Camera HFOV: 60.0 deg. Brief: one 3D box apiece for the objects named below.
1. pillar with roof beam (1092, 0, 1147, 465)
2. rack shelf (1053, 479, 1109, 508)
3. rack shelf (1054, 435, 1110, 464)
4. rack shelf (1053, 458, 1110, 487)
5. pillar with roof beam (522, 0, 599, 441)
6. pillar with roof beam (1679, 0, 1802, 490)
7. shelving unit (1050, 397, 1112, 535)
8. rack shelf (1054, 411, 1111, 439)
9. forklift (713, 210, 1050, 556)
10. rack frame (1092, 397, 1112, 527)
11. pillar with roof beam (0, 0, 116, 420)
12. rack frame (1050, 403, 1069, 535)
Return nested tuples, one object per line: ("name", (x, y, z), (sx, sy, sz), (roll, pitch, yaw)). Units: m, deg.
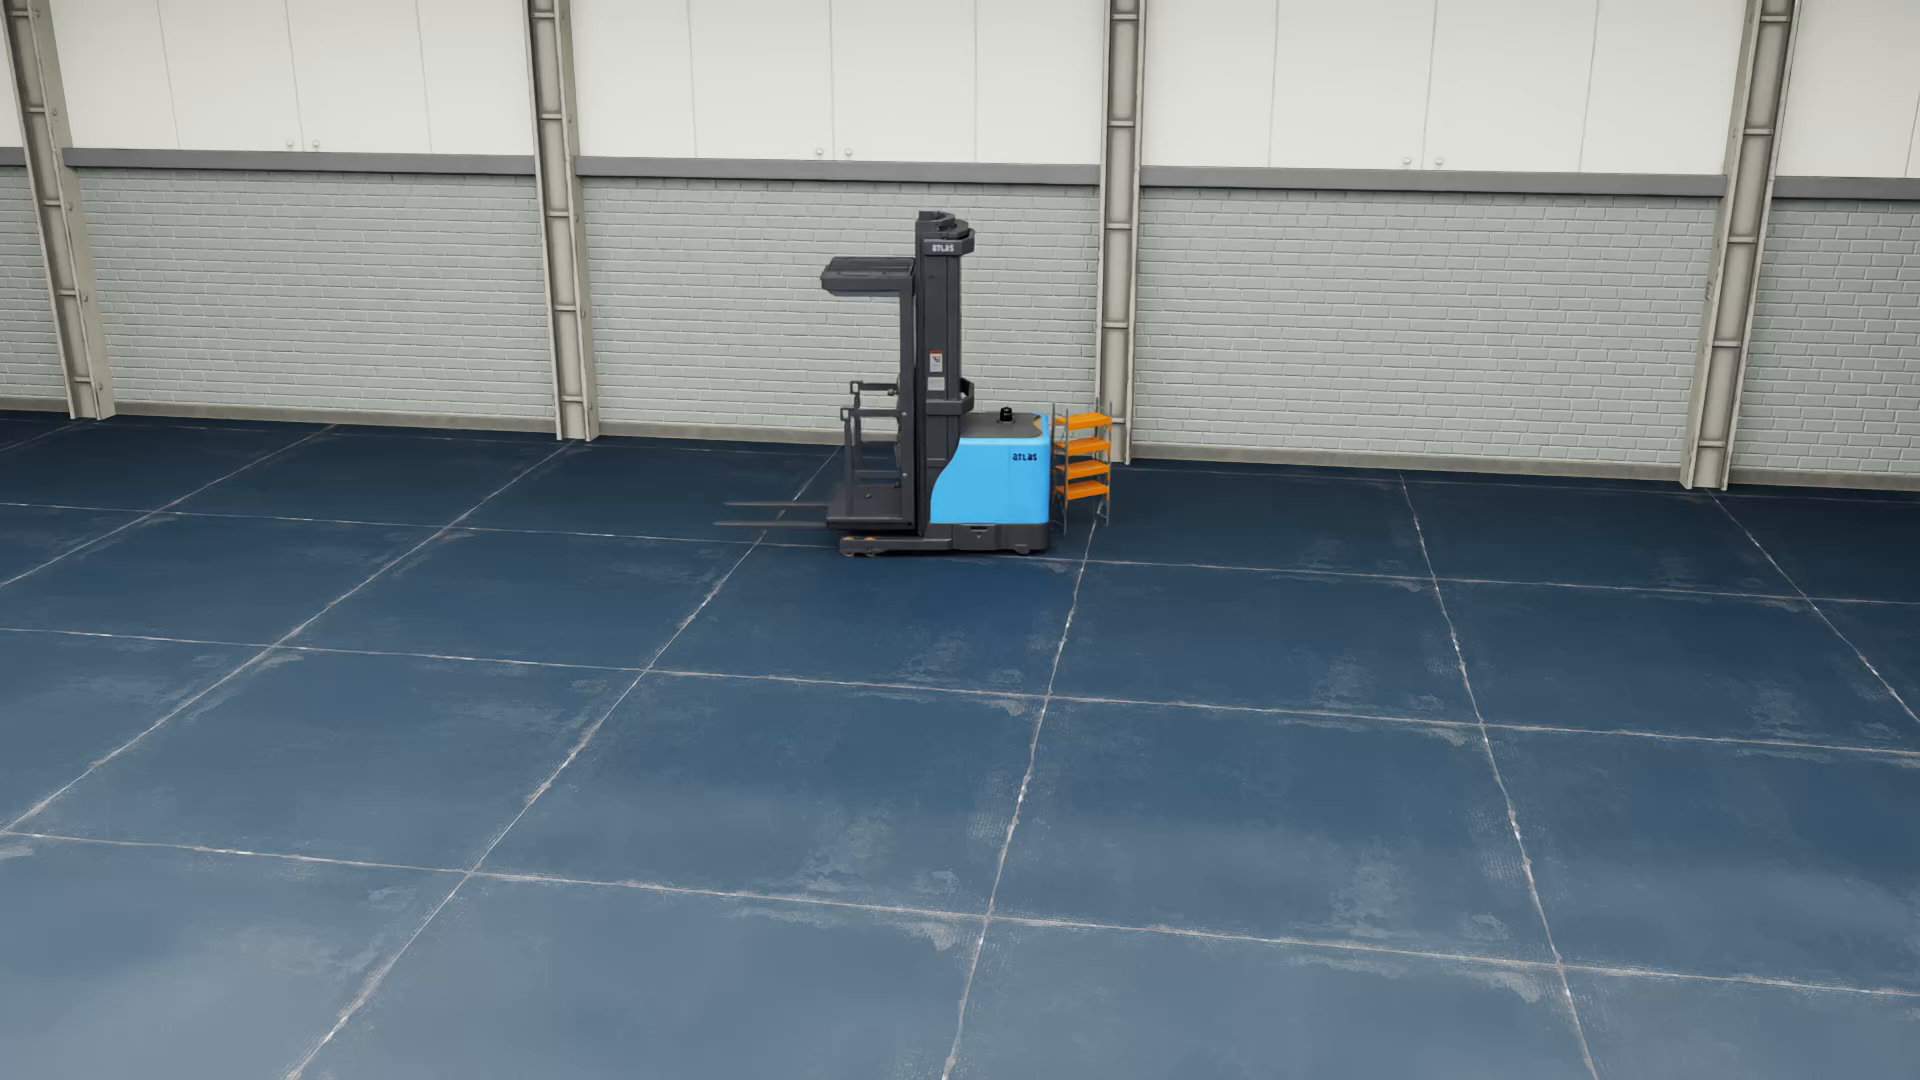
("pillar with roof beam", (0.947, -3.778, 12.358), (0.400, 9.000, 9.100), (3, 19, 9))
("rack shelf", (1.120, -0.436, 15.497), (0.480, 0.148, 0.258), (-11, 22, -29))
("rack shelf", (1.121, -0.836, 15.361), (0.480, 0.148, 0.258), (-11, 22, -29))
("rack shelf", (1.120, -0.624, 15.433), (0.480, 0.148, 0.258), (-11, 22, -29))
("pillar with roof beam", (-4.977, -4.080, 13.261), (0.400, 9.000, 9.100), (3, 19, 9))
("pillar with roof beam", (6.871, -3.476, 11.456), (0.400, 9.000, 9.100), (3, 19, 9))
("shelving unit", (1.120, -0.688, 15.411), (0.503, 1.200, 0.258), (-11, 22, -29))
("rack shelf", (1.121, -1.060, 15.284), (0.480, 0.148, 0.258), (-11, 22, -29))
("forklift", (-0.701, -1.414, 14.856), (3.031, 2.935, 1.130), (0, 19, 1))
("rack frame", (1.329, -0.728, 15.531), (0.015, 1.200, 0.240), (-11, 22, -29))
("pillar with roof beam", (-10.901, -4.382, 14.163), (0.400, 9.000, 9.100), (3, 19, 9))
("rack frame", (0.912, -0.647, 15.291), (0.015, 1.200, 0.240), (-11, 22, -29))
